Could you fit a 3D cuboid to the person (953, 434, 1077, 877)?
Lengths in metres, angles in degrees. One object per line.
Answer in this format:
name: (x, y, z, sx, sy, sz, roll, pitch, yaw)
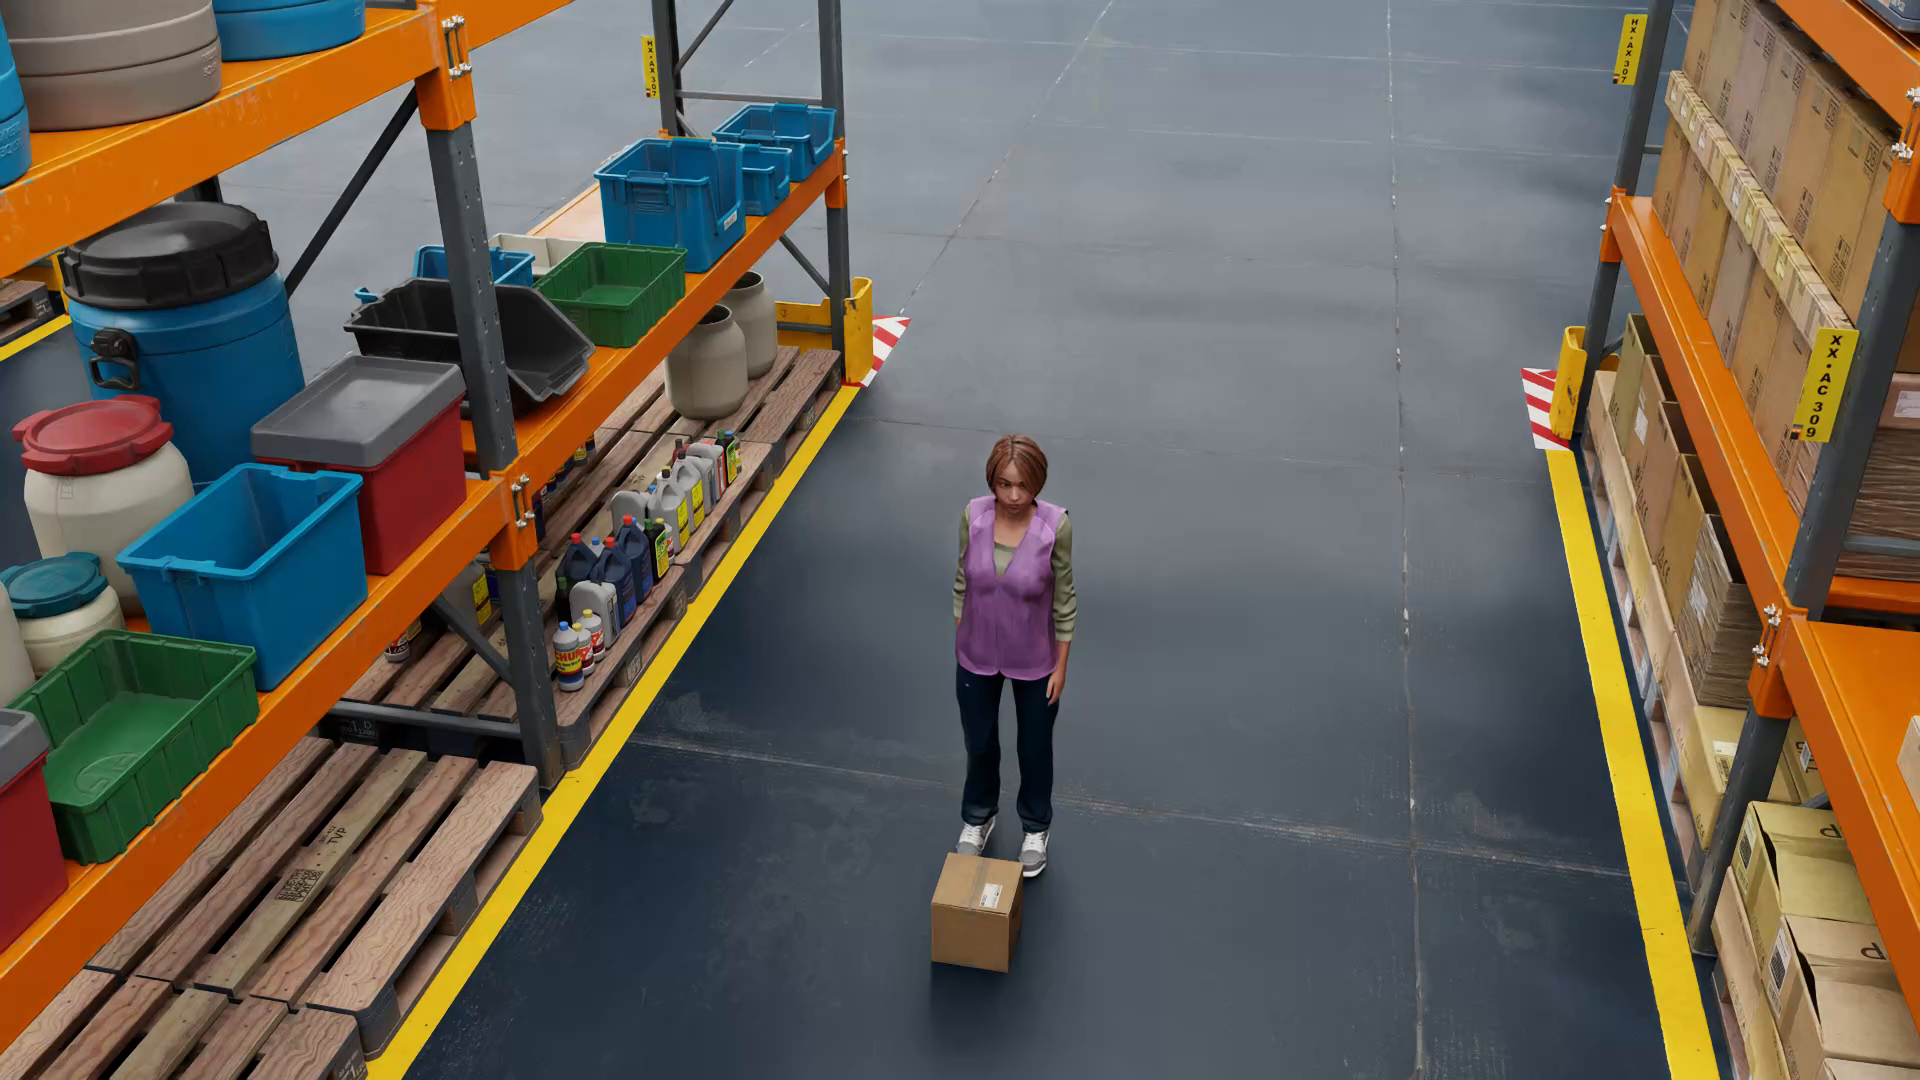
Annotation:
person: (0.174, 0.400, 5.443, 0.407, 1.624, 0.316, 7, 30, 12)
